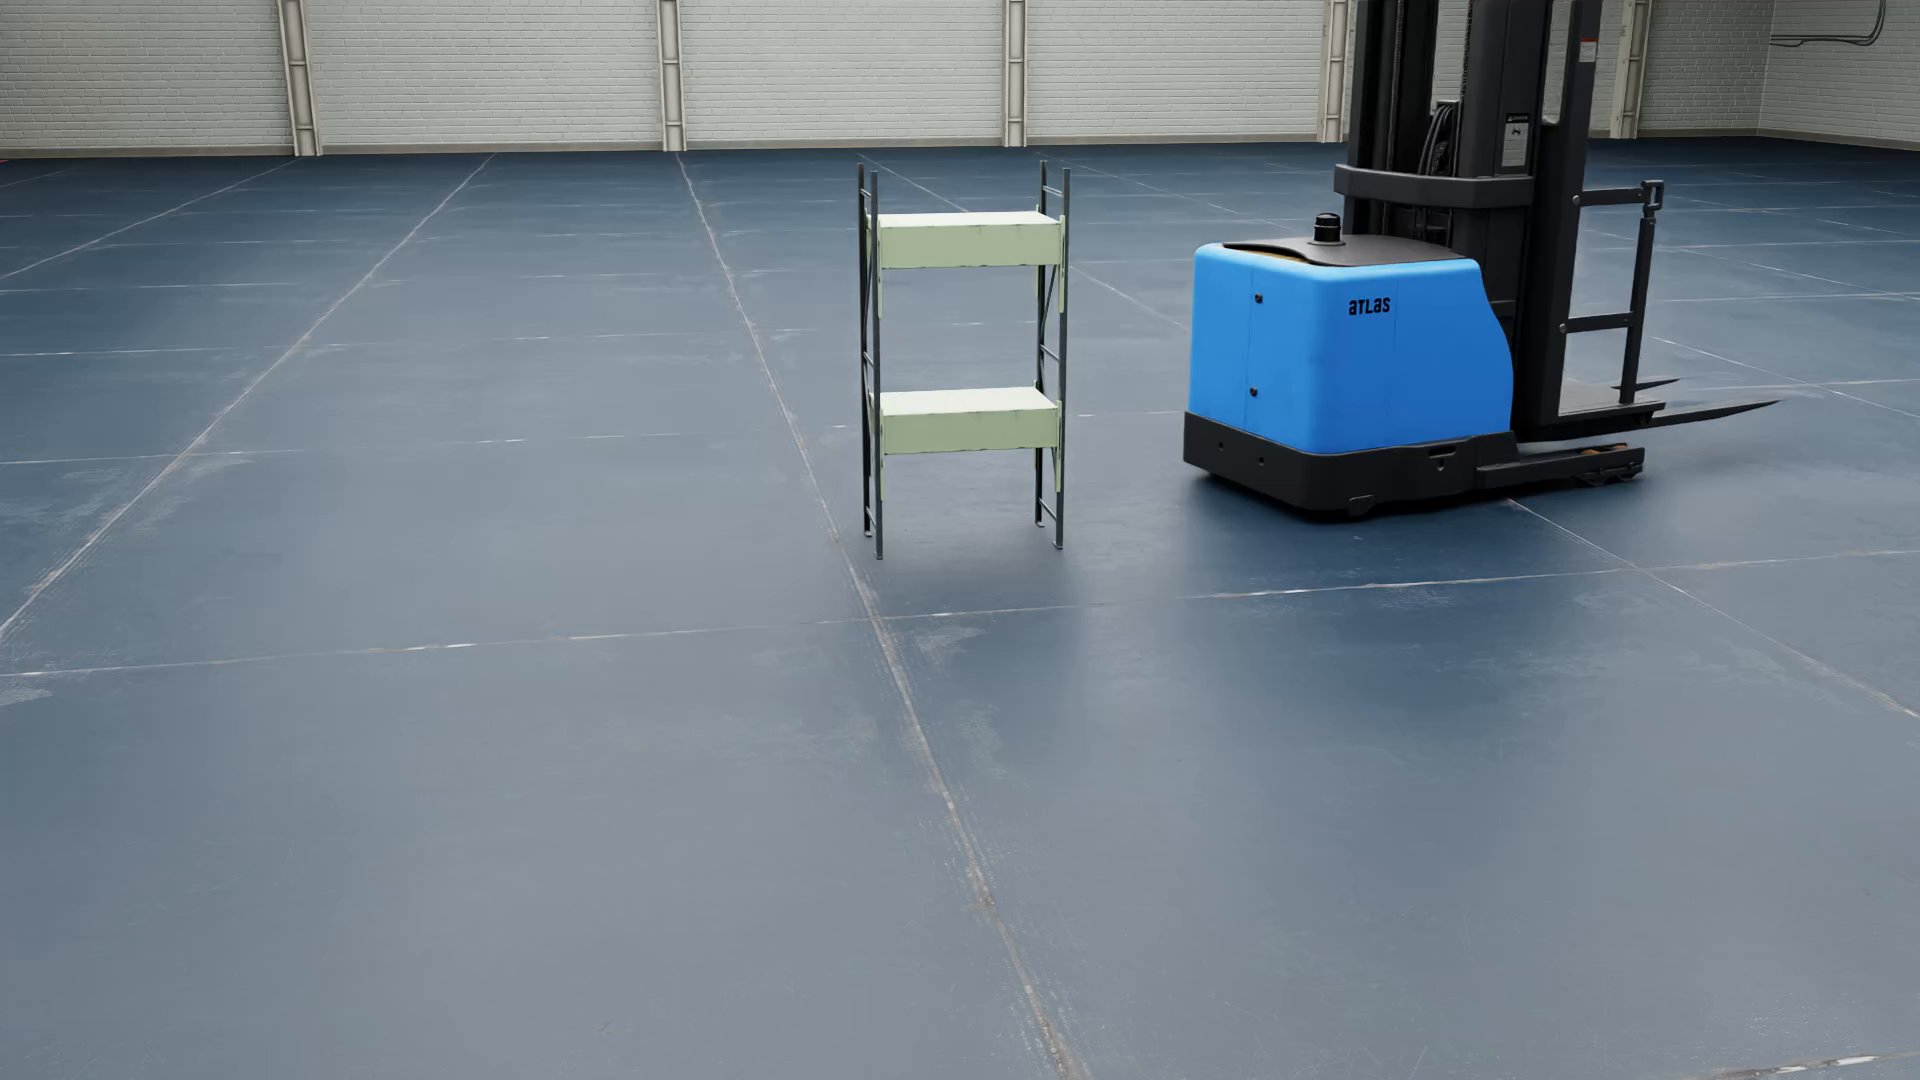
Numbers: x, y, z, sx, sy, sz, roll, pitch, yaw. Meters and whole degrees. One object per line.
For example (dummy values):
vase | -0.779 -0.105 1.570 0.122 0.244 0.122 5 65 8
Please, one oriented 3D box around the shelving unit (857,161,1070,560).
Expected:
shelving unit | 0.007 -0.717 6.593 0.755 1.500 0.431 -3 17 -10

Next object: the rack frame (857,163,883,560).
rack frame | -0.353 -0.697 6.526 0.023 1.500 0.400 -3 17 -10

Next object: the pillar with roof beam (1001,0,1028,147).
pillar with roof beam | 1.783 -10.124 24.448 0.400 9.000 9.100 -3 17 -10

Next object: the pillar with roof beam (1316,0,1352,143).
pillar with roof beam | 7.674 -10.458 25.536 0.400 9.000 9.100 -3 17 -10

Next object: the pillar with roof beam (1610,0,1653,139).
pillar with roof beam | 13.565 -10.793 26.624 0.400 9.000 9.100 -3 17 -10

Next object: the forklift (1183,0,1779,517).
forklift | 2.598 -1.778 7.608 3.031 2.935 1.130 -8 19 -25

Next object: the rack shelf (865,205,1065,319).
rack shelf | 0.007 -1.090 6.478 0.720 0.370 0.431 -3 17 -10

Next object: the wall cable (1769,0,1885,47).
wall cable | 15.892 -10.332 30.413 0.112 2.526 3.097 -3 17 -10

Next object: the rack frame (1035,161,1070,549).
rack frame | 0.366 -0.738 6.659 0.023 1.500 0.400 -3 17 -10

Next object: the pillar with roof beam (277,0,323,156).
pillar with roof beam | -9.999 -9.456 22.272 0.400 9.000 9.100 -3 17 -10

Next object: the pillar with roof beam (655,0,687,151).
pillar with roof beam | -4.108 -9.790 23.360 0.400 9.000 9.100 -3 17 -10

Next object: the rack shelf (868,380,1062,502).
rack shelf | 0.007 -0.406 6.689 0.720 0.370 0.431 -3 17 -10
